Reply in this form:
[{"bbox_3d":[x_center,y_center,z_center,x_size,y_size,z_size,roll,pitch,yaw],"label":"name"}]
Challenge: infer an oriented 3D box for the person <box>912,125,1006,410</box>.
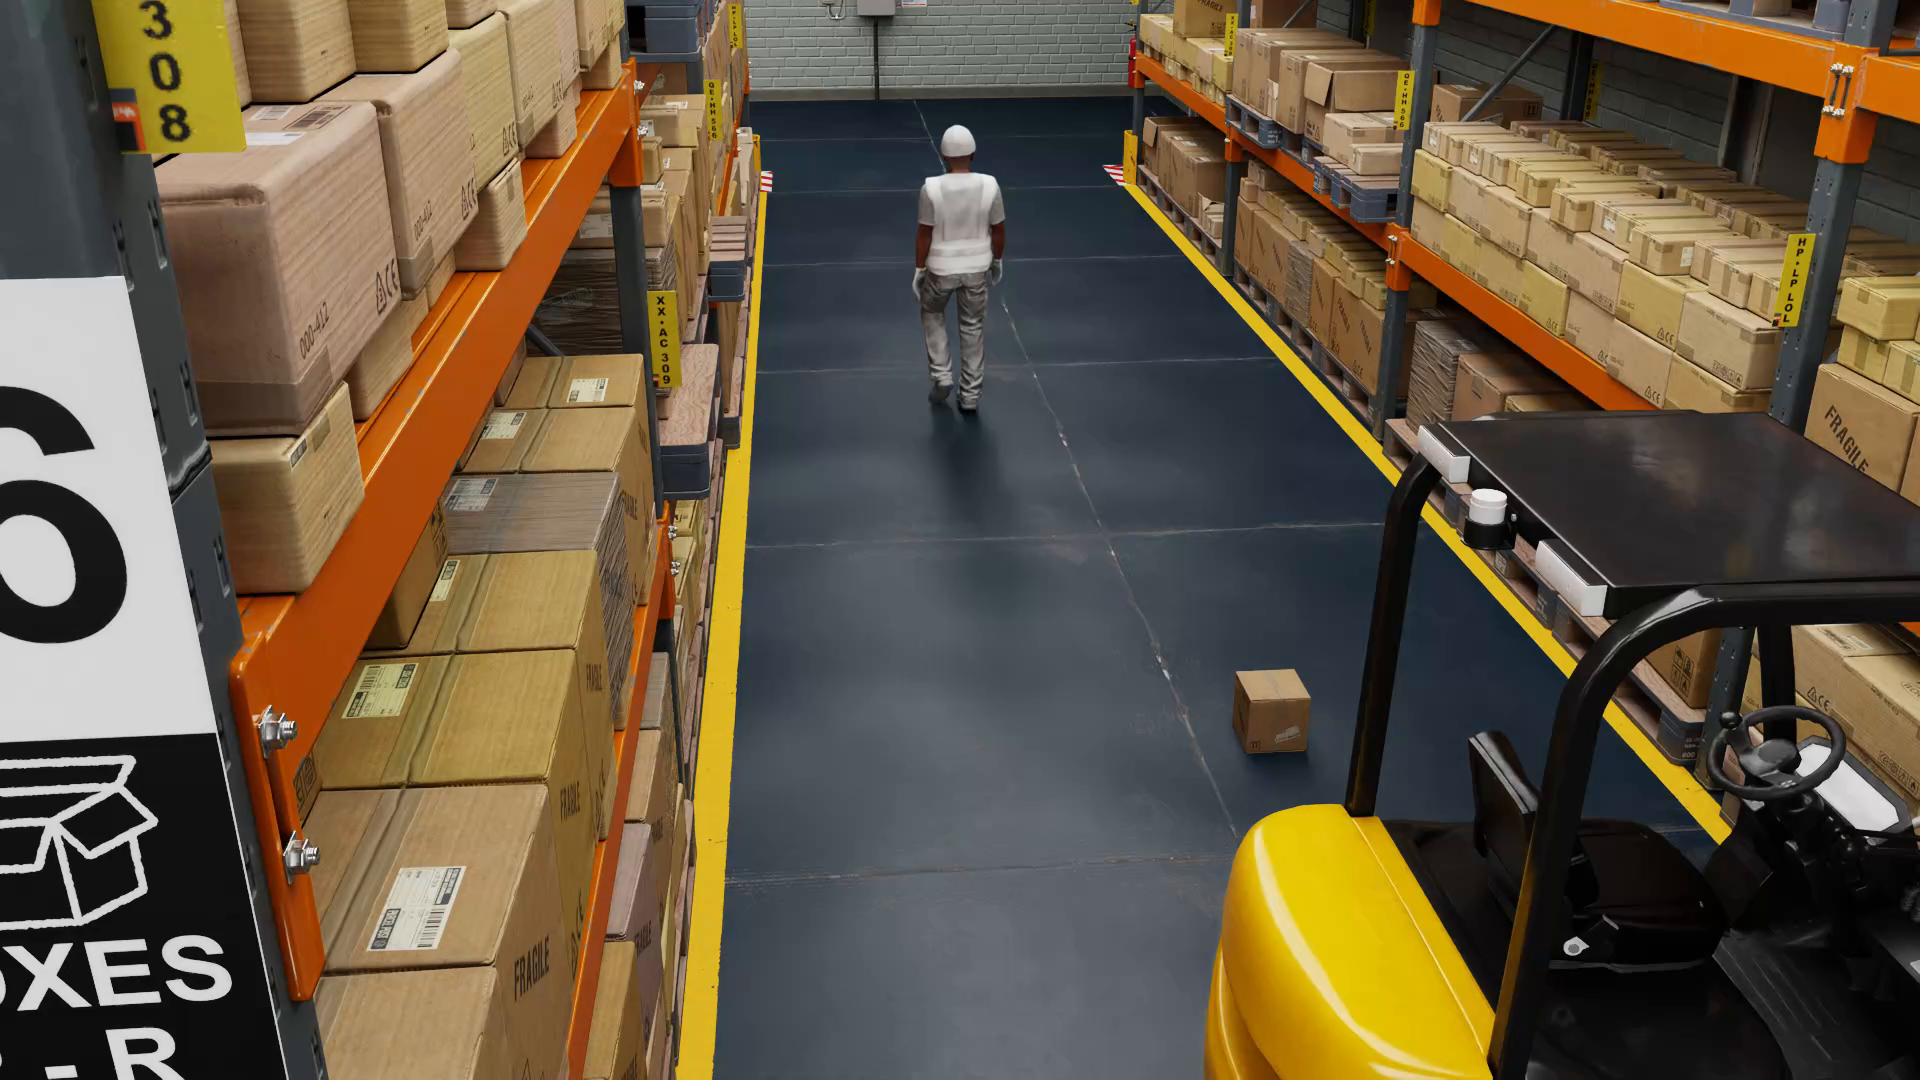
[{"bbox_3d":[-0.018,-1.706,10.495,0.595,1.827,0.485,-3,24,-7],"label":"person"}]
